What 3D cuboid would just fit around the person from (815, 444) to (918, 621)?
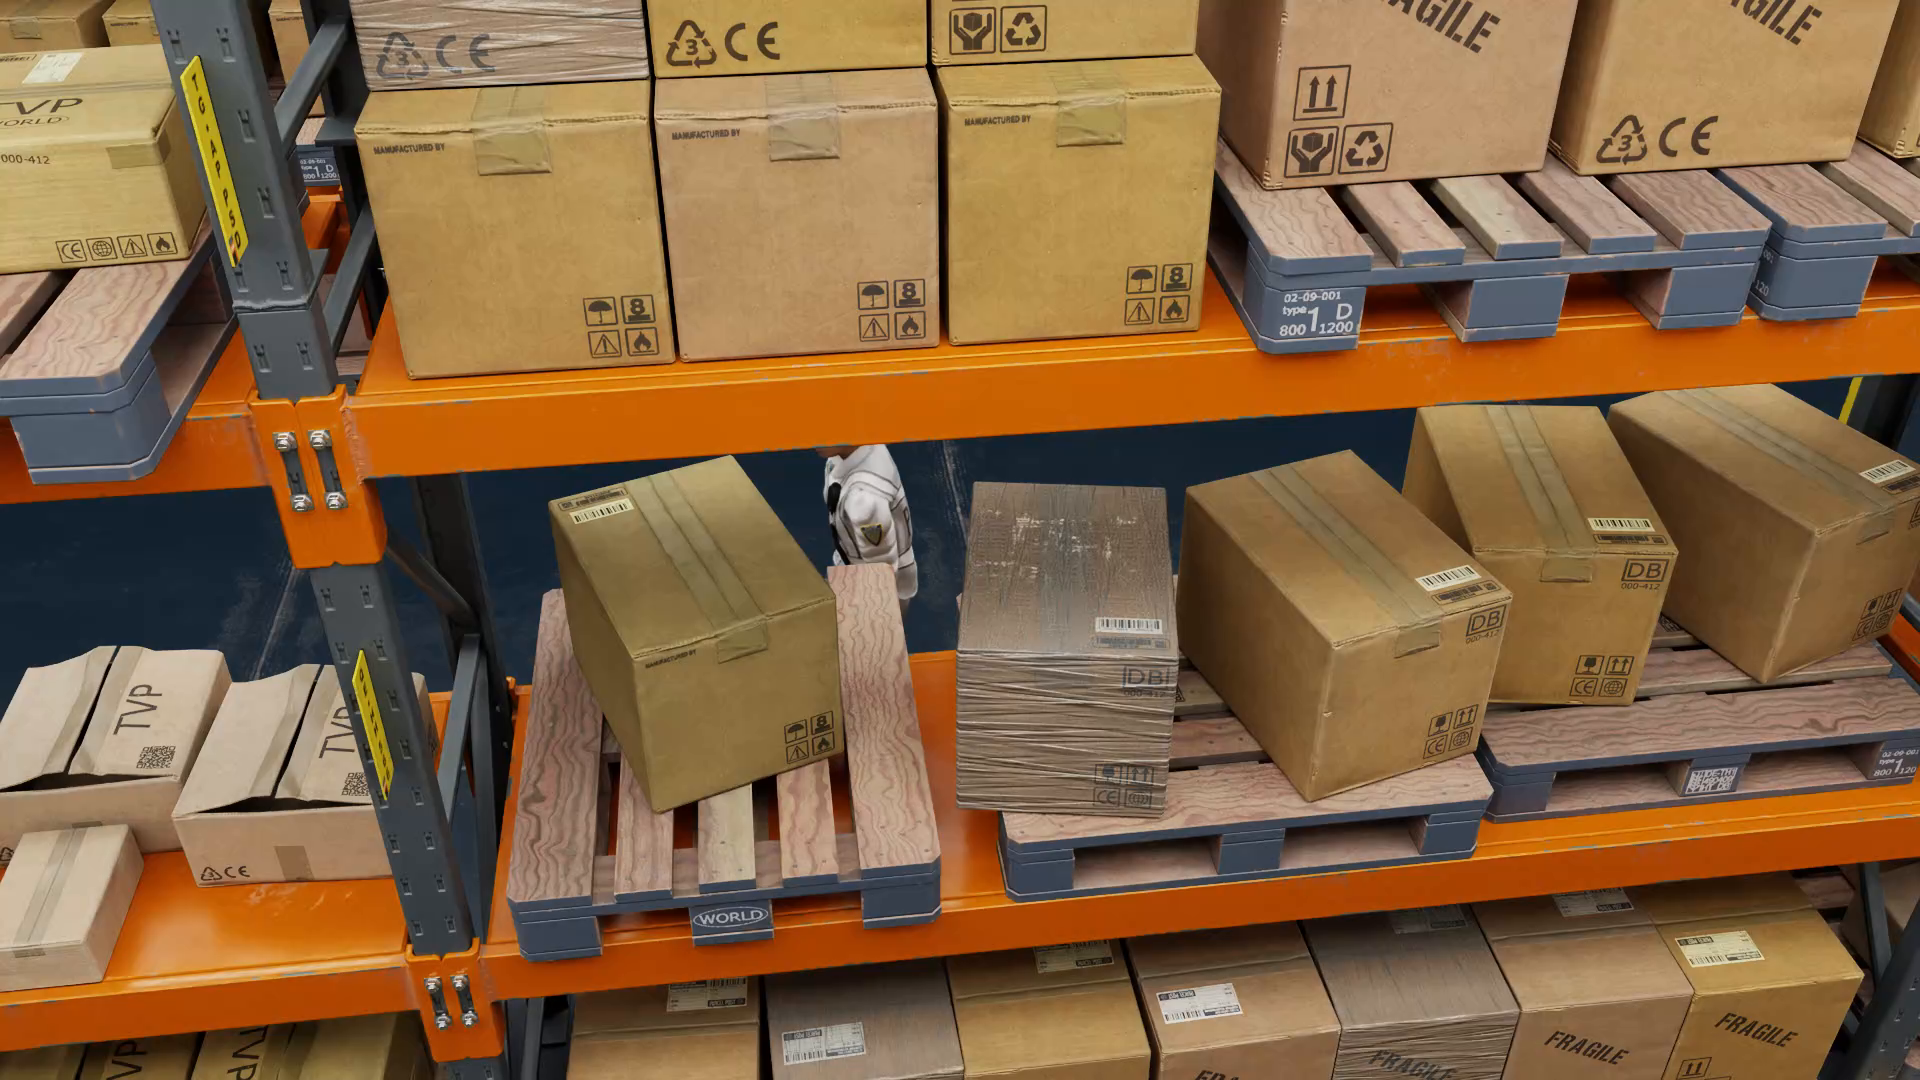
[{"bbox_3d":[-0.343,0.168,5.903,0.374,1.661,0.541,-6,36,-9],"label":"person"}]
